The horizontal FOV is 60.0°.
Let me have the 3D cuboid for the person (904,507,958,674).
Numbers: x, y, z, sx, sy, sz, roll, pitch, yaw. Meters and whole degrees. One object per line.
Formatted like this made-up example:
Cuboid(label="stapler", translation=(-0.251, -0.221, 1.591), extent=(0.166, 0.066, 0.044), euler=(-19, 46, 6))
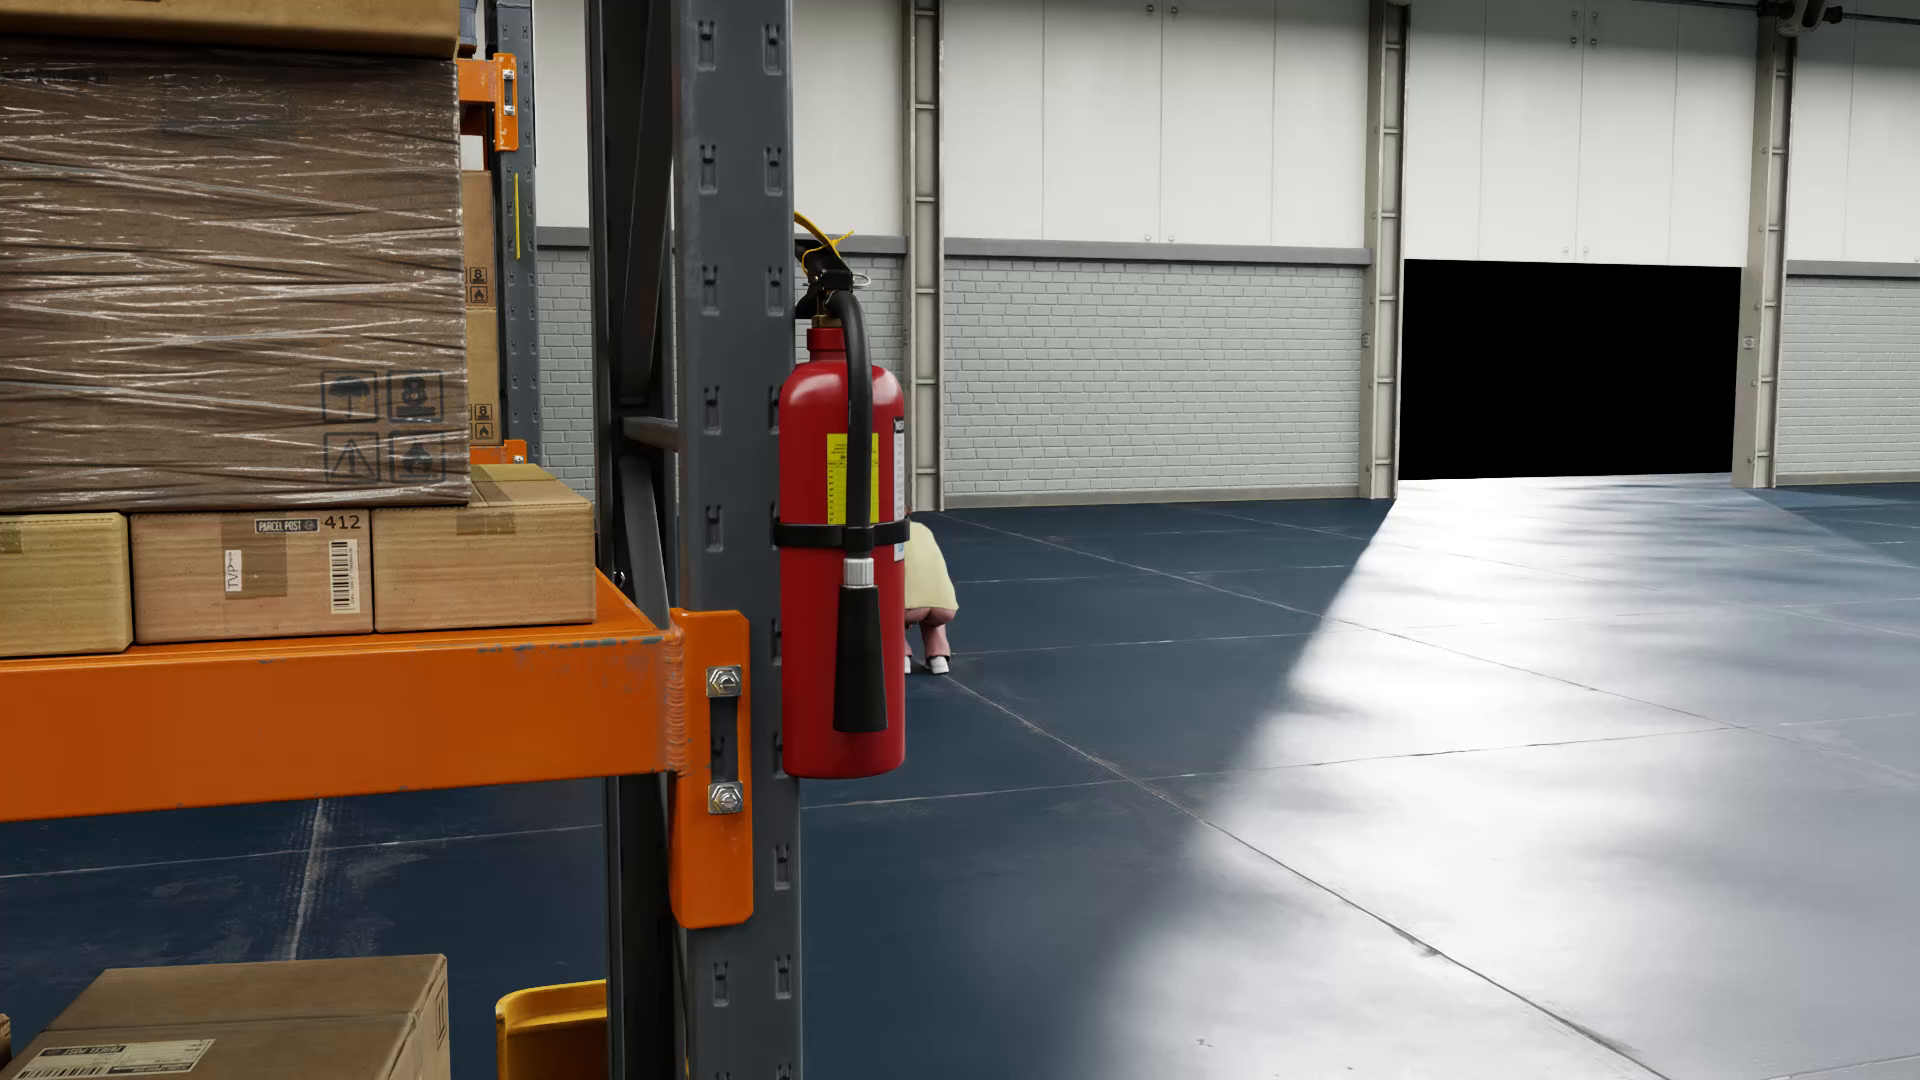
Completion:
Cuboid(label="person", translation=(-0.293, 0.230, 8.971), extent=(0.473, 0.935, 0.788), euler=(-2, 6, -19))
